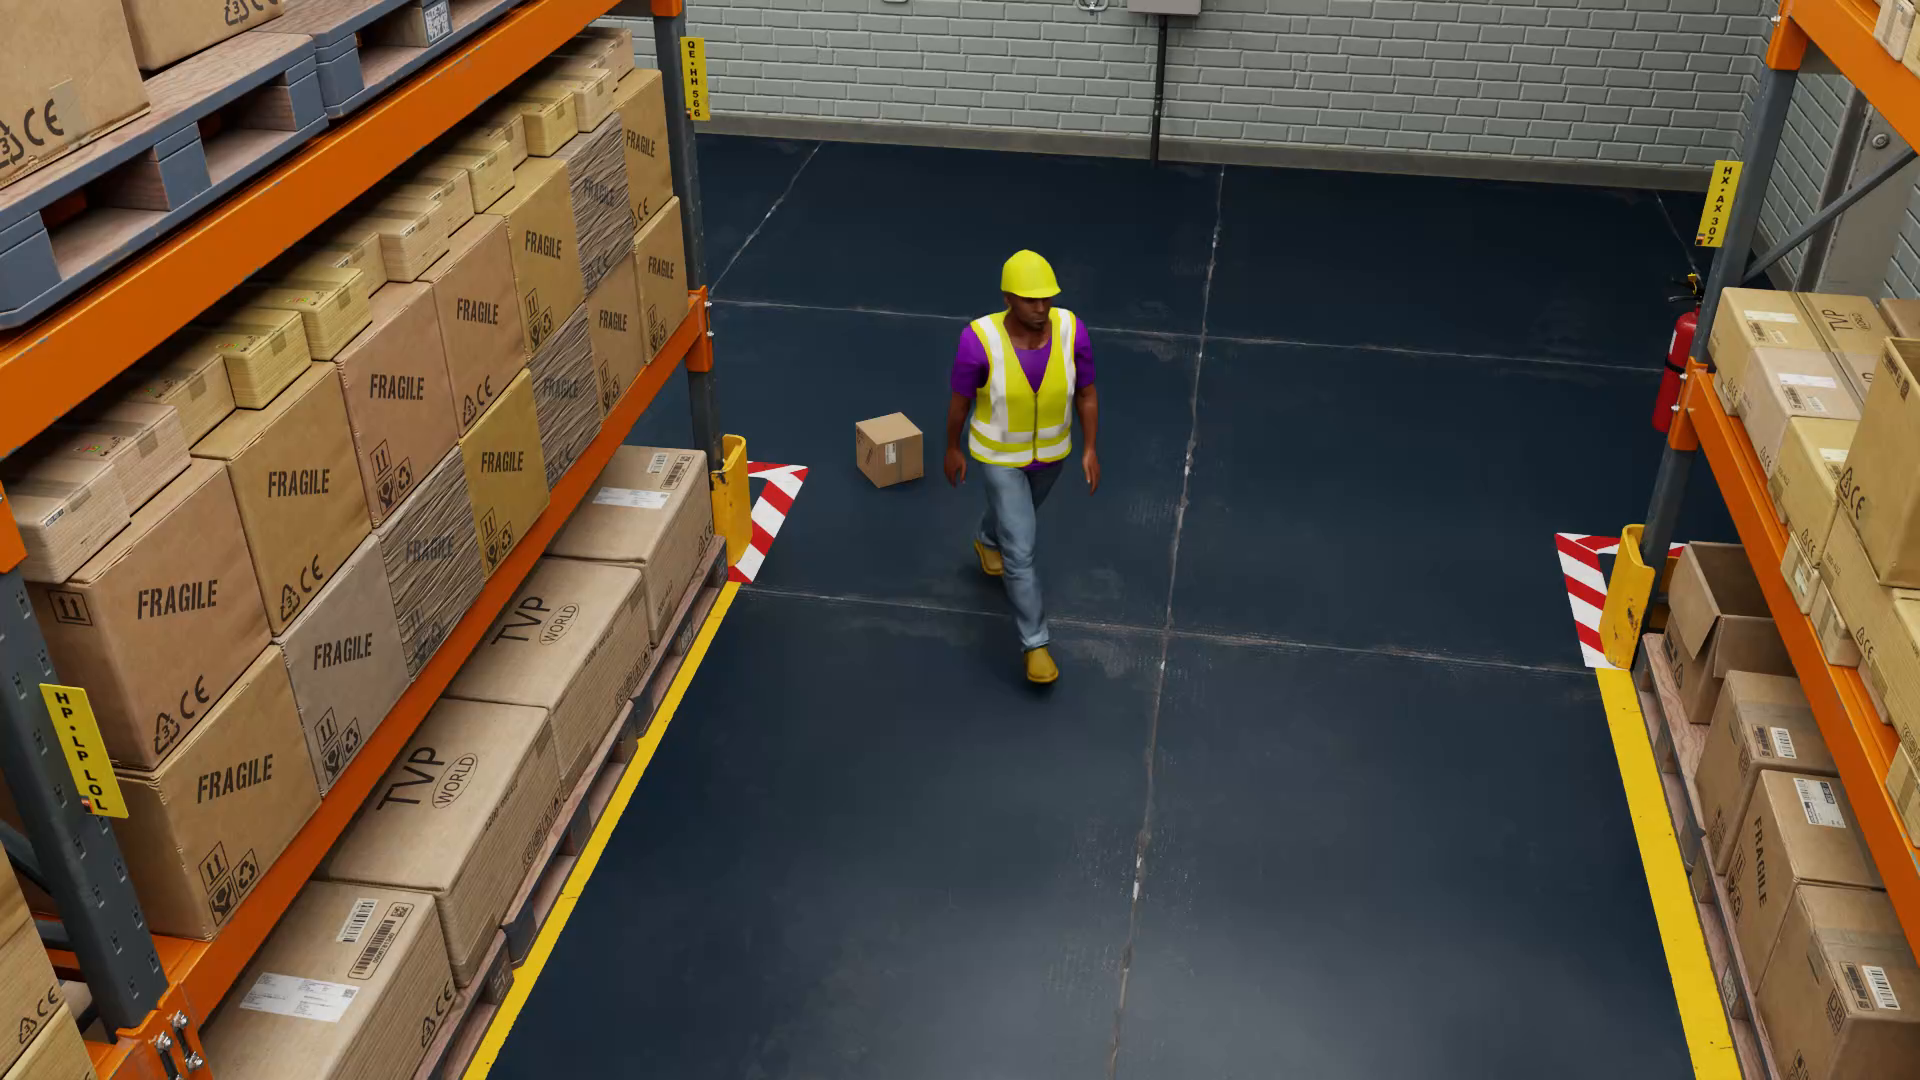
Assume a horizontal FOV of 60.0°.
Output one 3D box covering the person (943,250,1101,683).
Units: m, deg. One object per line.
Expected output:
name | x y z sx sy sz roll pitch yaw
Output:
person | 0.262 -0.369 6.725 0.582 1.719 1.079 -13 34 -19
